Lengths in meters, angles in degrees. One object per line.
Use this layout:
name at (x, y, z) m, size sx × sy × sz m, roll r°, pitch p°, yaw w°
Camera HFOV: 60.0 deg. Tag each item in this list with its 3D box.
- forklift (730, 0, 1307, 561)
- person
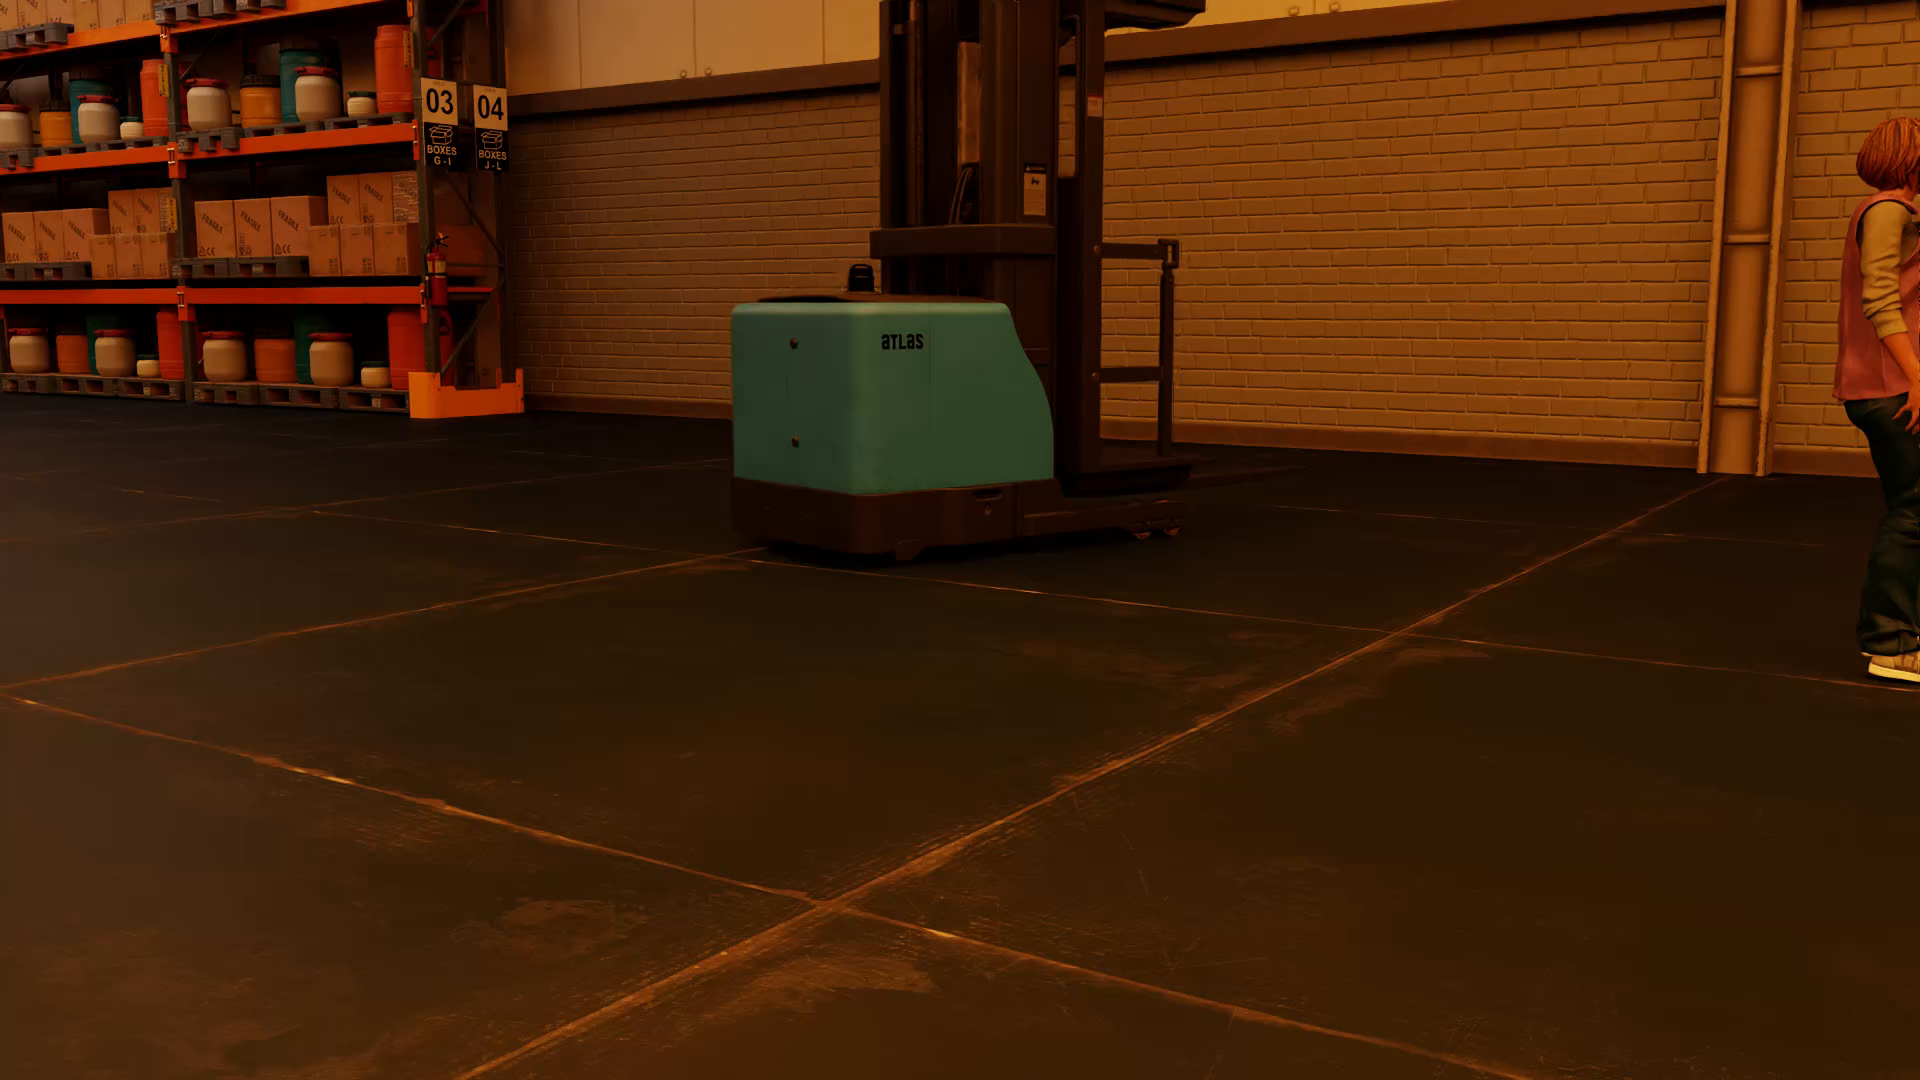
forklift at (0.434, -1.509, 7.806) m, size 3.031 × 2.935 × 1.130 m, roll -7°, pitch 10°, yaw -39°
person at (2.748, -0.409, 4.804) m, size 0.405 × 1.604 × 0.497 m, roll 4°, pitch 9°, yaw 24°
